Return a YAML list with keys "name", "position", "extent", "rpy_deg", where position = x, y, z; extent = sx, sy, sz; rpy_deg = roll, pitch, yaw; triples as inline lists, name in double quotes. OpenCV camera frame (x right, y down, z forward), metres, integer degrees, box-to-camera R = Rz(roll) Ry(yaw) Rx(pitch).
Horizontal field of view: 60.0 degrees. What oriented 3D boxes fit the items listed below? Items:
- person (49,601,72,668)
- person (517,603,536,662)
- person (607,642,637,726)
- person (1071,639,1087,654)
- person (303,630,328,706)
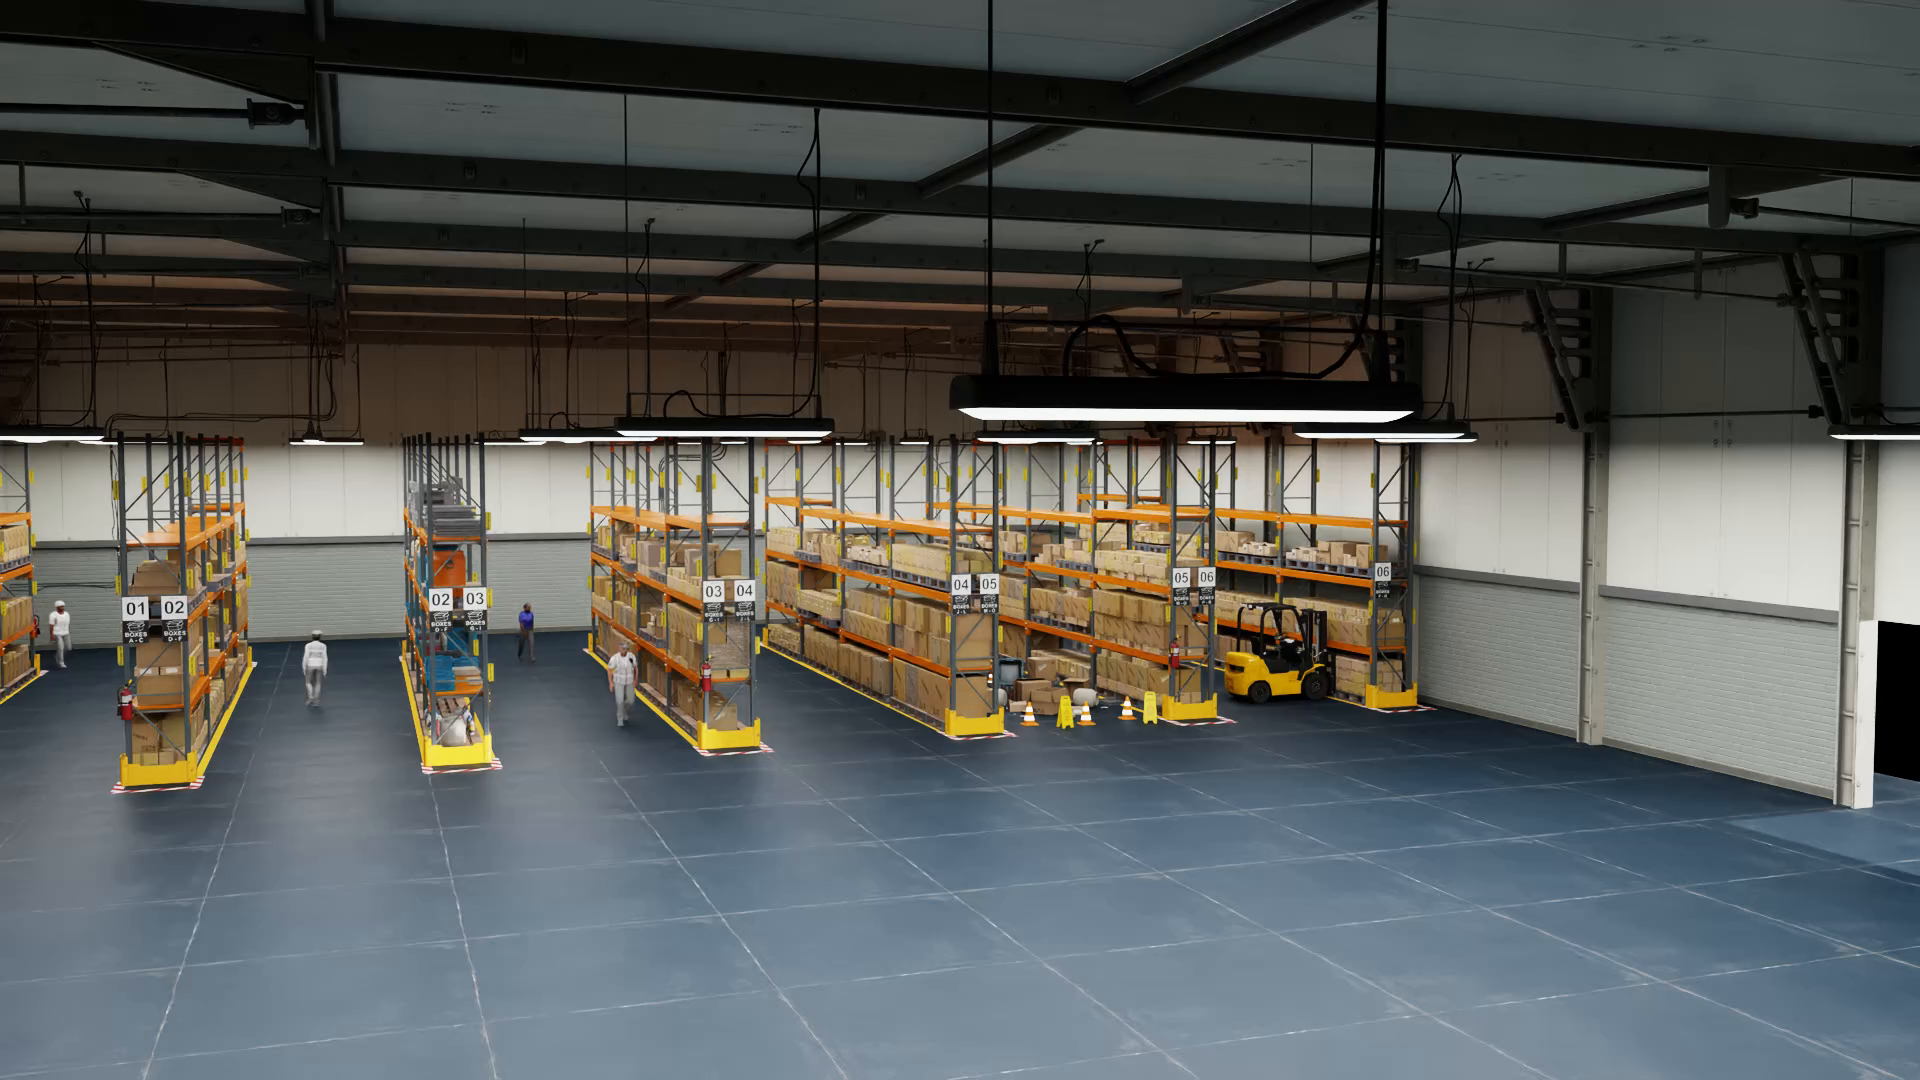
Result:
- name: "person"
  position: [-23.353, 2.443, 43.107]
  extent: [0.632, 1.754, 0.563]
  rpy_deg: [2, 4, 30]
- name: "person"
  position: [-11.583, 2.507, 44.469]
  extent: [0.427, 1.470, 1.068]
  rpy_deg: [-2, 4, -33]
- name: "person"
  position: [-7.008, 2.952, 34.497]
  extent: [0.626, 1.742, 0.619]
  rpy_deg: [-2, 4, -29]
- name: "person"
  position: [3.271, 2.360, 45.211]
  extent: [0.545, 1.822, 0.613]
  rpy_deg: [-1, 3, -25]
- name: "person"
  position: [-14.246, 2.843, 36.744]
  extent: [0.517, 1.672, 0.422]
  rpy_deg: [-1, 3, -21]
